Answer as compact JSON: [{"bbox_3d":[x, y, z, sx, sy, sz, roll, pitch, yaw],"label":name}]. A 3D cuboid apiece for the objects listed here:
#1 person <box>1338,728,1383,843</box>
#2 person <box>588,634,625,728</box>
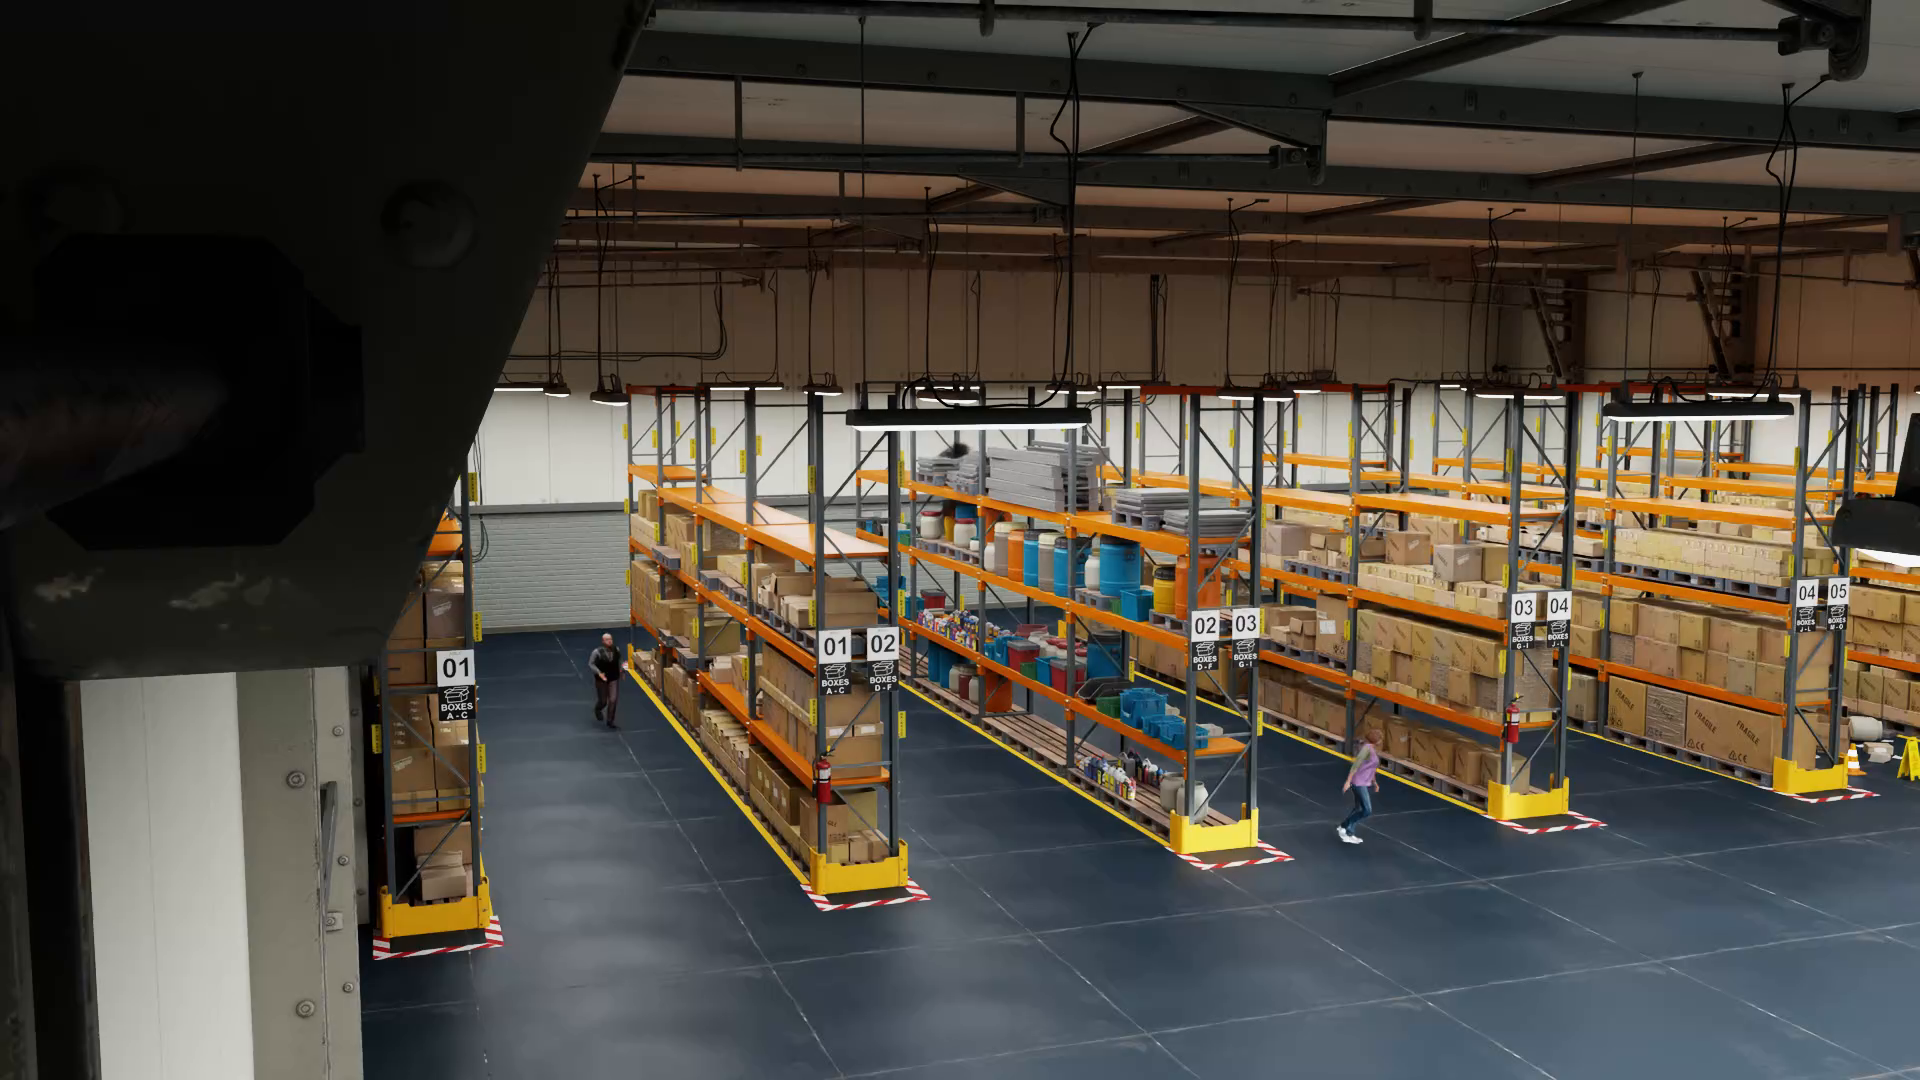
[{"bbox_3d":[5.338,3.281,22.178,0.534,1.556,0.569,3,6,23],"label":"person"},{"bbox_3d":[-6.291,2.466,29.473,0.658,1.674,0.773,-3,7,-29],"label":"person"}]
